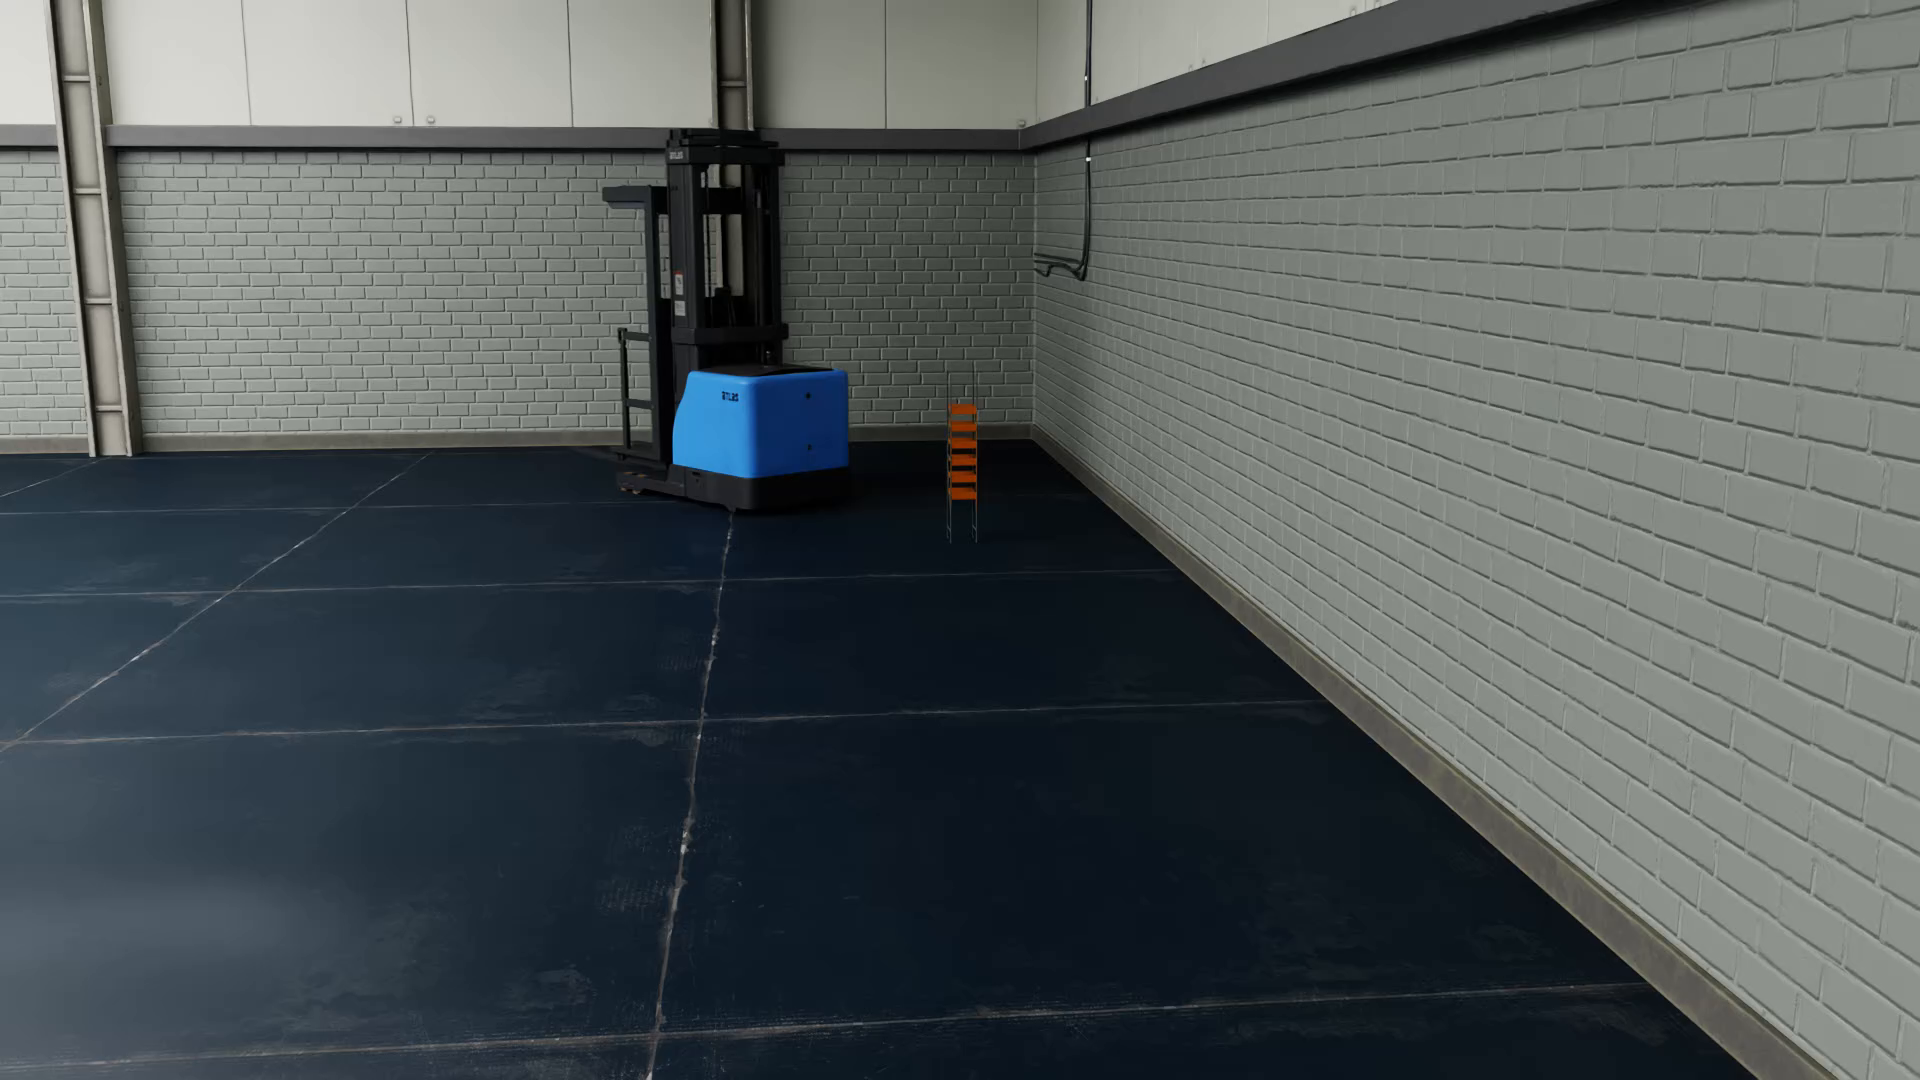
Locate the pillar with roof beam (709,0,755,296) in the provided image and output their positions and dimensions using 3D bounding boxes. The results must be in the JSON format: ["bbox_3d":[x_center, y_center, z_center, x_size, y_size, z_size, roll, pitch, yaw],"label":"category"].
[{"bbox_3d":[-1.731,-4.547,11.671,0.400,9.000,9.100,-1,11,-6],"label":"pillar with roof beam"}]

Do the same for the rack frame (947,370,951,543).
[{"bbox_3d":[-0.077,-0.587,11.744,0.006,1.200,0.240,-1,11,-6],"label":"rack frame"}]

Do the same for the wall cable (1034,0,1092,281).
[{"bbox_3d":[0.875,-3.657,15.192,0.112,2.526,3.097,-1,11,-6],"label":"wall cable"}]

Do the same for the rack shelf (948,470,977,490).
[{"bbox_3d":[0.014,-0.428,11.786,0.180,0.103,0.258,-1,11,-6],"label":"rack shelf"}]

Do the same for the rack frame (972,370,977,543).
[{"bbox_3d":[0.105,-0.591,11.764,0.006,1.200,0.240,-1,11,-6],"label":"rack frame"}]

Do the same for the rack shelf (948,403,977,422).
[{"bbox_3d":[0.014,-0.899,11.693,0.180,0.103,0.258,-1,11,-6],"label":"rack shelf"}]

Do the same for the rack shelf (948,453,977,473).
[{"bbox_3d":[0.014,-0.545,11.762,0.180,0.103,0.258,-1,11,-6],"label":"rack shelf"}]

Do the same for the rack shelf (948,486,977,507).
[{"bbox_3d":[0.014,-0.310,11.809,0.180,0.103,0.258,-1,11,-6],"label":"rack shelf"}]

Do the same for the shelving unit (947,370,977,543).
[{"bbox_3d":[0.014,-0.589,11.754,0.189,1.200,0.258,-1,11,-6],"label":"shelving unit"}]

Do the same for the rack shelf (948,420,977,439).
[{"bbox_3d":[0.014,-0.781,11.716,0.180,0.103,0.258,-1,11,-6],"label":"rack shelf"}]

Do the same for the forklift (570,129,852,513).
[{"bbox_3d":[-2.234,-1.875,13.806,1.130,2.935,3.031,-10,15,-41],"label":"forklift"}]

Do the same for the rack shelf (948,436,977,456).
[{"bbox_3d":[0.014,-0.663,11.739,0.180,0.103,0.258,-1,11,-6],"label":"rack shelf"}]

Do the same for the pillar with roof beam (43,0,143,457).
[{"bbox_3d":[-7.696,-4.422,11.035,0.400,9.000,9.100,-1,11,-6],"label":"pillar with roof beam"}]
